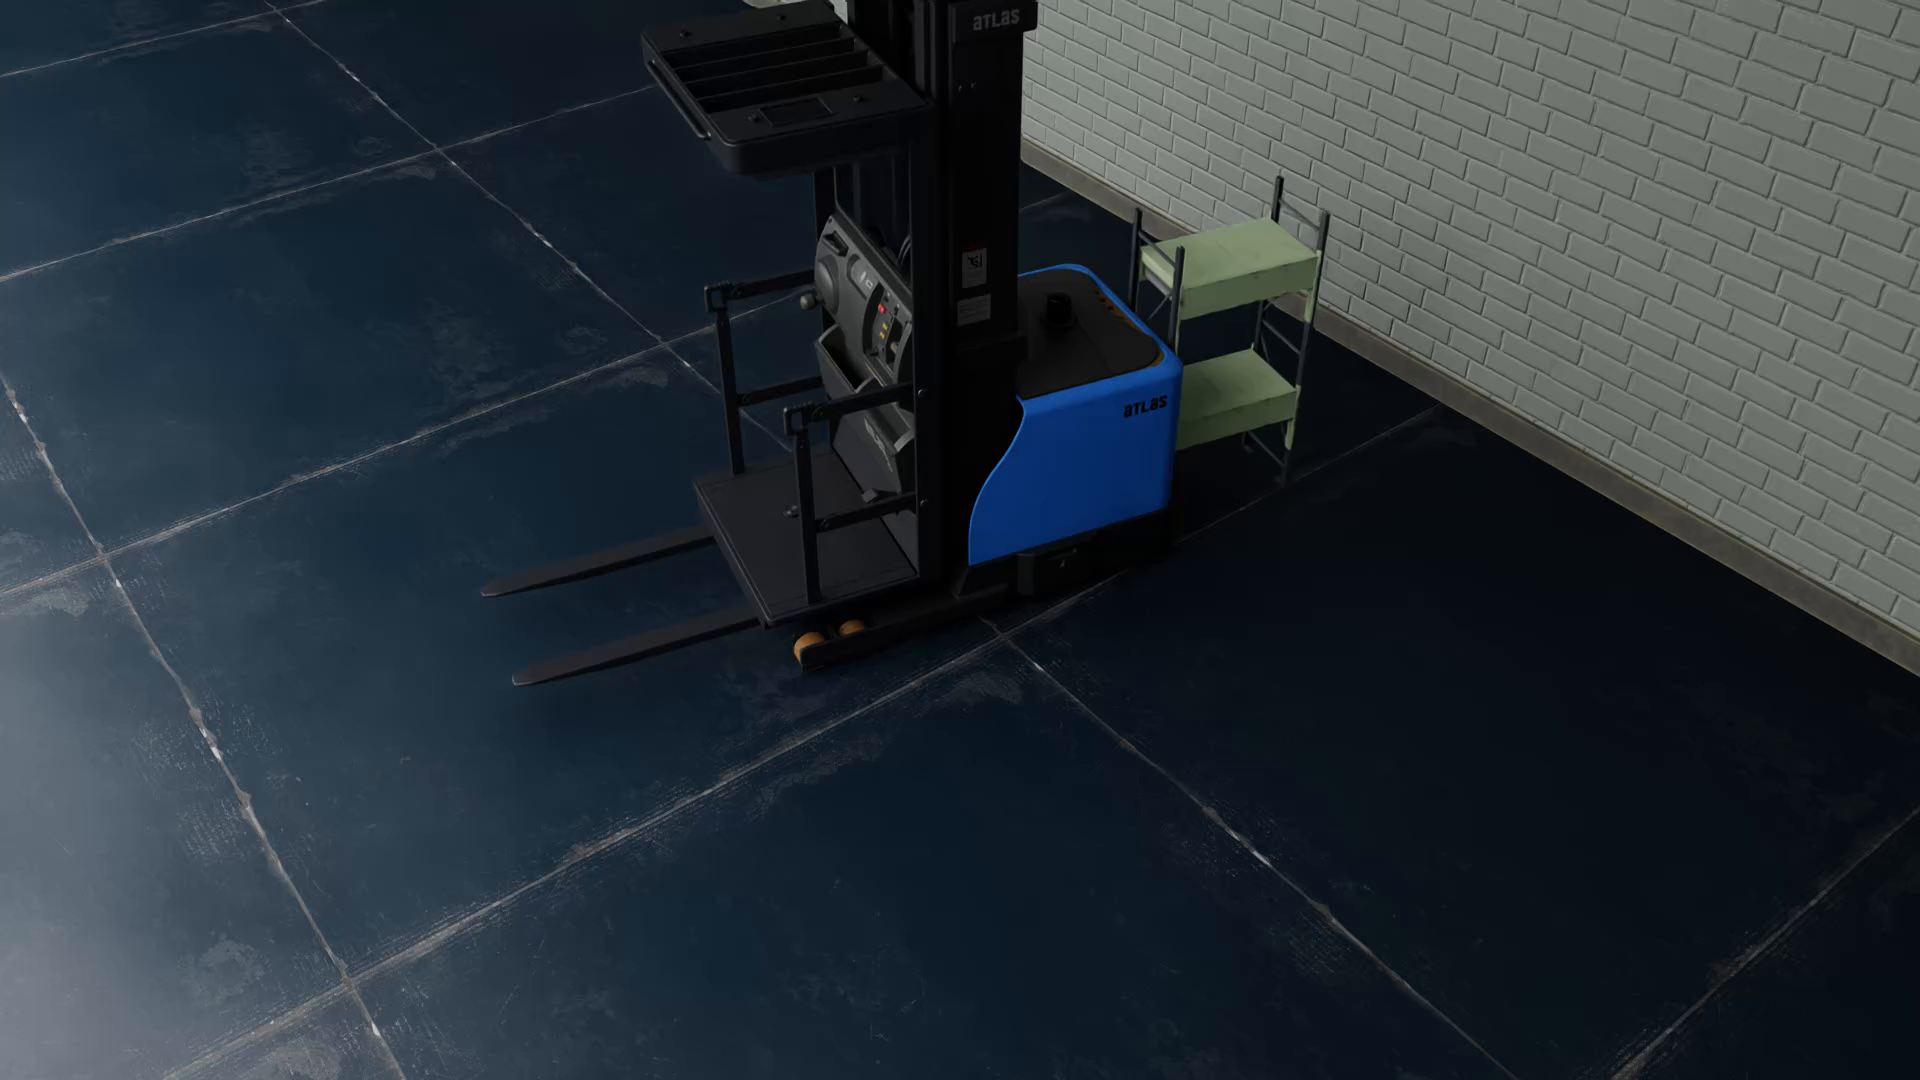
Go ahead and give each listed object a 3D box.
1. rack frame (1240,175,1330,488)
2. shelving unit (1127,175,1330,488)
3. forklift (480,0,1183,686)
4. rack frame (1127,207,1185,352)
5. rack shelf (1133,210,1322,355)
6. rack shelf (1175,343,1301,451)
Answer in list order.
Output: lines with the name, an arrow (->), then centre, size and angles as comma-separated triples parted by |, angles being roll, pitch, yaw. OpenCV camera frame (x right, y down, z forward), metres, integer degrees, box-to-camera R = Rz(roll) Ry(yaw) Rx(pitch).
rack frame -> 1.523, -0.954, 7.864 | 0.023, 1.500, 0.400 | -16, 42, -19
shelving unit -> 1.190, -0.858, 7.747 | 0.755, 1.500, 0.431 | -16, 42, -19
forklift -> -0.583, -0.955, 6.736 | 3.031, 2.935, 1.130 | -16, 42, -19
rack frame -> 0.857, -0.762, 7.630 | 0.023, 1.500, 0.400 | -16, 42, -19
rack shelf -> 1.190, -1.160, 7.499 | 0.720, 0.370, 0.431 | -16, 42, -19
rack shelf -> 1.190, -0.606, 7.954 | 0.720, 0.370, 0.431 | -16, 42, -19
